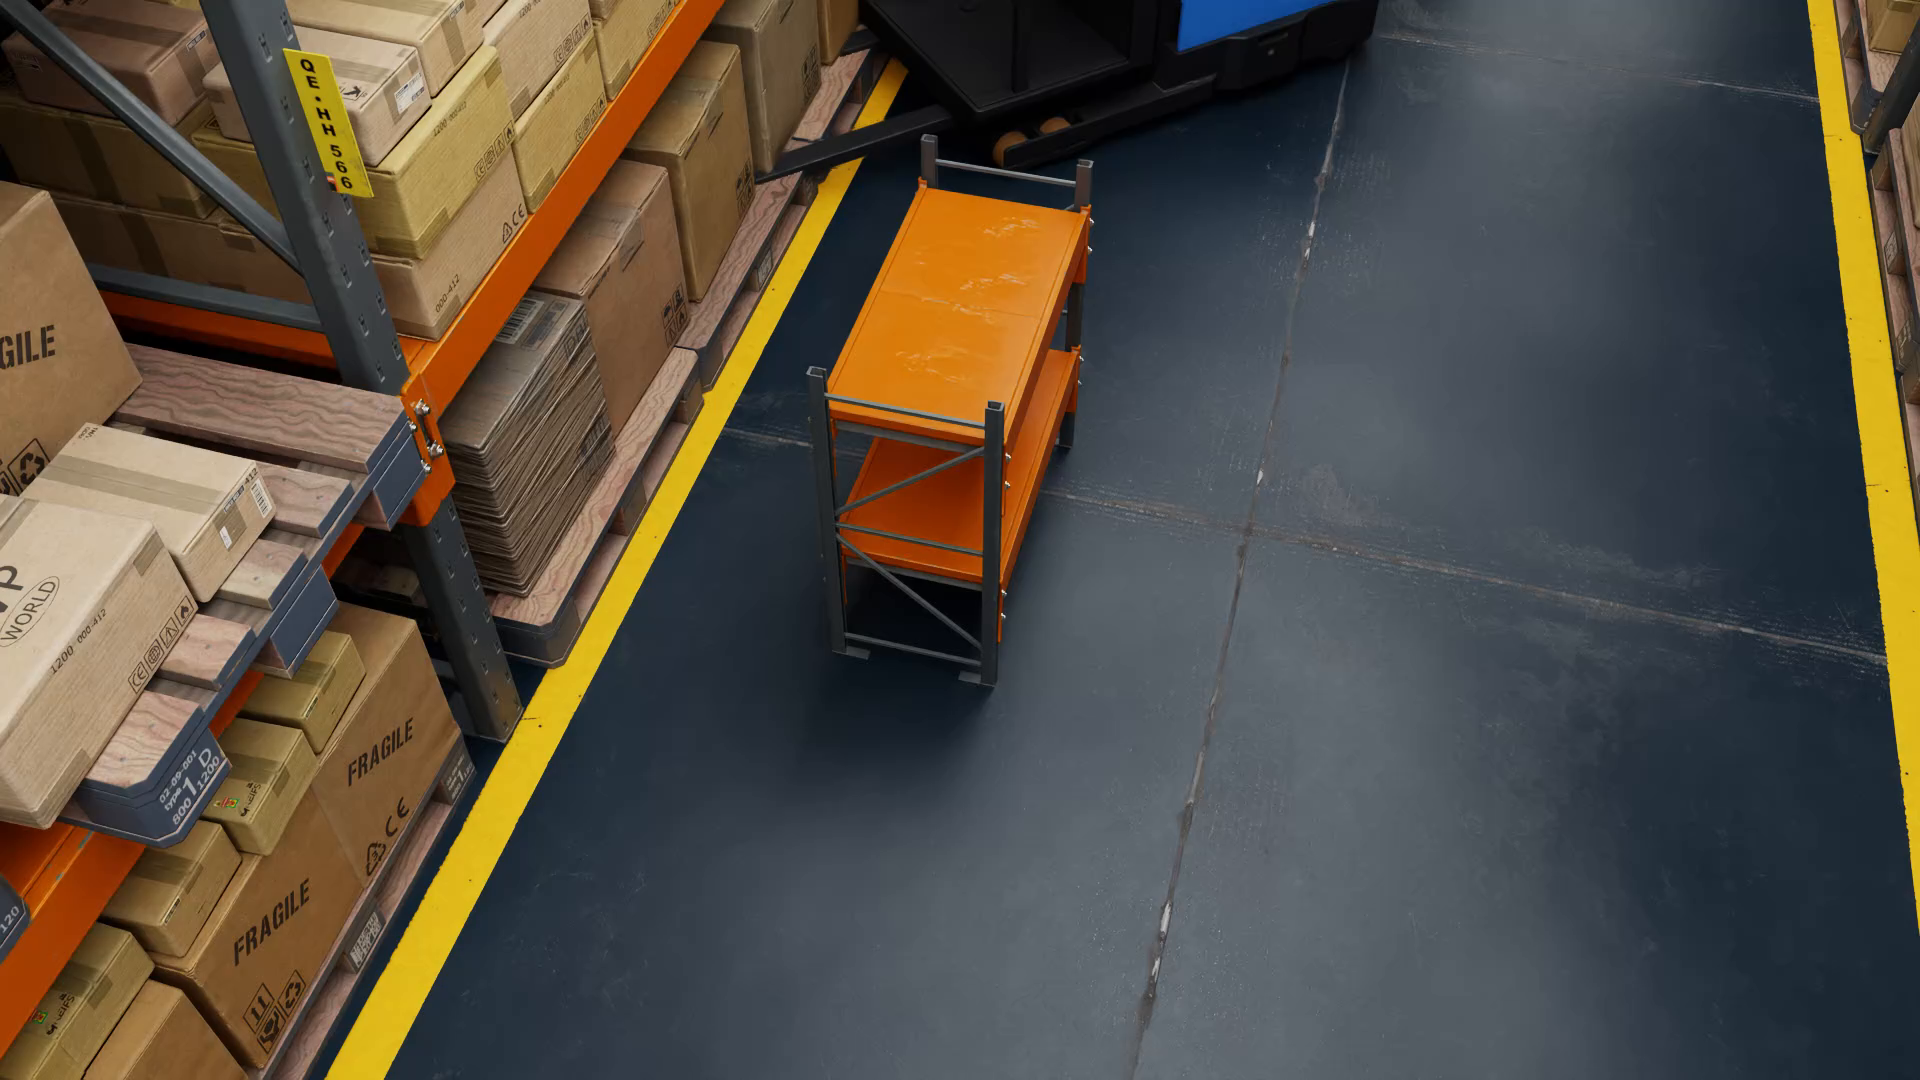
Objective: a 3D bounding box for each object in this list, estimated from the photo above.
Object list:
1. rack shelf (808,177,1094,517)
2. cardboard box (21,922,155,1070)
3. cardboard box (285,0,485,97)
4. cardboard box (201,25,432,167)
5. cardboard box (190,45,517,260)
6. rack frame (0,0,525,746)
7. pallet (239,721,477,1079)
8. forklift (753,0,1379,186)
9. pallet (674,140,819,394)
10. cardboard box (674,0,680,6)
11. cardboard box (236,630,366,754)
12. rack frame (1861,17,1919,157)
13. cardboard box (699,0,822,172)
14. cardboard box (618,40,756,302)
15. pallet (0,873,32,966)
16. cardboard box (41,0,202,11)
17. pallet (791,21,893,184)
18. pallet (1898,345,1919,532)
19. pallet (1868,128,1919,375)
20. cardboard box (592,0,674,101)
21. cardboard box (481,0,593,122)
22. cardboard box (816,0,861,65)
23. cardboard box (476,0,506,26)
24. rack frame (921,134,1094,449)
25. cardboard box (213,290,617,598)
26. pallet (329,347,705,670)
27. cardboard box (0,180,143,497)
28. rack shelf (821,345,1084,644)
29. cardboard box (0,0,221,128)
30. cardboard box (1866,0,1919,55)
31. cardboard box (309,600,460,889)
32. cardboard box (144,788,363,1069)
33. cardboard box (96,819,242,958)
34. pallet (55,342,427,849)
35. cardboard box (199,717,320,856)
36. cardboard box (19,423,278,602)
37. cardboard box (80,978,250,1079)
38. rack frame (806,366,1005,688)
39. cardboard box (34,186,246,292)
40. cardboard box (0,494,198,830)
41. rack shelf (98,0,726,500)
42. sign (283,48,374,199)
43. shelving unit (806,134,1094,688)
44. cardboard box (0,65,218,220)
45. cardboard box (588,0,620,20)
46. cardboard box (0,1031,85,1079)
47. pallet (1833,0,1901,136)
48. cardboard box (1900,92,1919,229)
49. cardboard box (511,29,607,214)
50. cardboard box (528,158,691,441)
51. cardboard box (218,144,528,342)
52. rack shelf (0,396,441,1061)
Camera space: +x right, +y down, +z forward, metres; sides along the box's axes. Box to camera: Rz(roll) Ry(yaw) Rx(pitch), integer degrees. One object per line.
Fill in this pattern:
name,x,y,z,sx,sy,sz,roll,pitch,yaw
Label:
rack shelf,-0.002,-0.561,4.605,0.538,0.278,1.000,12,50,10
cardboard box,-1.910,0.897,3.412,0.380,0.149,0.250,13,50,11
cardboard box,-1.320,-1.164,3.778,0.380,0.149,0.250,13,50,11
cardboard box,-1.389,-0.971,3.607,0.380,0.149,0.250,13,50,11
cardboard box,-1.381,-0.934,3.841,0.500,0.250,0.500,12,50,10
rack frame,-1.757,-0.551,3.736,1.000,3.000,0.127,12,50,10
pallet,-1.990,0.904,4.311,1.003,0.211,1.213,12,50,10
forklift,0.212,-2.848,5.809,3.031,2.935,1.130,-23,52,-19
pallet,-1.180,-1.096,6.076,1.003,0.211,1.213,12,50,10
cardboard box,-1.001,-1.886,5.014,0.500,0.250,0.500,13,50,11
cardboard box,-1.643,0.330,3.913,0.380,0.149,0.250,9,49,8
rack frame,4.085,-2.467,5.427,1.000,3.000,0.127,12,50,10
cardboard box,-1.043,-1.858,6.193,0.875,0.625,0.625,11,50,10
cardboard box,-1.239,-1.314,5.713,0.875,0.625,0.625,10,49,8
pallet,-2.265,0.920,2.565,1.003,0.211,1.213,12,50,10
cardboard box,-1.906,-1.285,3.884,0.380,0.149,0.250,13,50,11
pallet,-0.861,-1.981,6.857,1.003,0.211,1.213,12,50,10
pallet,3.562,-0.096,5.194,1.003,0.211,1.213,12,50,10
pallet,3.881,-0.981,5.975,1.003,0.211,1.213,12,50,10
cardboard box,-1.139,-1.511,4.683,0.500,0.250,0.500,10,49,9
cardboard box,-1.272,-1.301,4.164,0.500,0.250,0.500,13,50,11
cardboard box,-0.831,-2.418,6.687,0.875,0.625,0.625,14,50,12
cardboard box,-1.278,-1.355,3.946,0.380,0.149,0.250,13,50,11
rack frame,0.132,-0.735,5.148,0.500,1.125,0.032,12,50,10
cardboard box,-1.580,-0.352,4.864,0.875,0.625,0.625,13,50,11
pallet,-1.503,-0.216,5.300,1.003,0.211,1.213,12,50,10
cardboard box,-2.044,-0.381,3.239,0.500,0.500,0.500,14,50,12
rack shelf,-0.002,-0.206,5.007,0.538,0.278,1.000,12,50,10
cardboard box,-1.867,-1.074,3.698,0.380,0.149,0.250,13,50,11
cardboard box,3.981,-2.177,6.725,0.500,0.250,0.500,14,50,12
cardboard box,-1.661,0.486,4.208,0.500,0.500,0.500,13,50,11
cardboard box,-1.803,0.846,3.890,0.500,0.500,0.500,11,49,9
cardboard box,-1.797,0.715,3.573,0.380,0.149,0.250,10,49,9
pallet,-1.868,0.017,3.363,1.213,0.211,1.003,12,50,10
cardboard box,-1.685,0.533,3.733,0.380,0.149,0.250,9,49,8
cardboard box,-1.560,-0.056,3.186,0.380,0.149,0.250,12,50,11
cardboard box,-1.938,1.225,3.556,0.500,0.500,0.500,14,50,12
rack frame,-0.136,0.000,4.499,0.500,1.125,0.032,12,50,10
cardboard box,-1.886,-0.877,4.123,0.500,0.250,0.500,11,49,9
cardboard box,-1.723,0.187,2.904,0.500,0.250,0.500,9,49,8
rack shelf,-1.231,-1.759,5.282,1.077,0.370,4.000,12,50,10
sign,-1.231,-0.808,3.243,0.100,0.325,0.005,12,50,10
shelving unit,-0.002,-0.367,4.824,0.538,1.125,1.048,12,50,10
cardboard box,-1.907,-1.046,3.939,0.500,0.250,0.500,13,50,11
cardboard box,-1.117,-1.676,4.495,0.500,0.250,0.500,10,49,9
cardboard box,-1.975,1.078,3.253,0.380,0.149,0.250,11,49,9
pallet,4.228,-2.037,6.907,1.003,0.211,1.213,12,50,10
cardboard box,3.949,-1.357,5.919,0.950,0.372,0.625,12,50,11
cardboard box,-1.268,-1.137,4.353,0.500,0.250,0.500,11,49,9
cardboard box,-1.416,-0.827,5.283,0.875,0.625,0.625,13,50,11
cardboard box,-1.405,-0.774,4.032,0.500,0.250,0.500,12,50,10
rack shelf,-2.284,1.134,2.728,1.077,0.370,4.000,12,50,10
